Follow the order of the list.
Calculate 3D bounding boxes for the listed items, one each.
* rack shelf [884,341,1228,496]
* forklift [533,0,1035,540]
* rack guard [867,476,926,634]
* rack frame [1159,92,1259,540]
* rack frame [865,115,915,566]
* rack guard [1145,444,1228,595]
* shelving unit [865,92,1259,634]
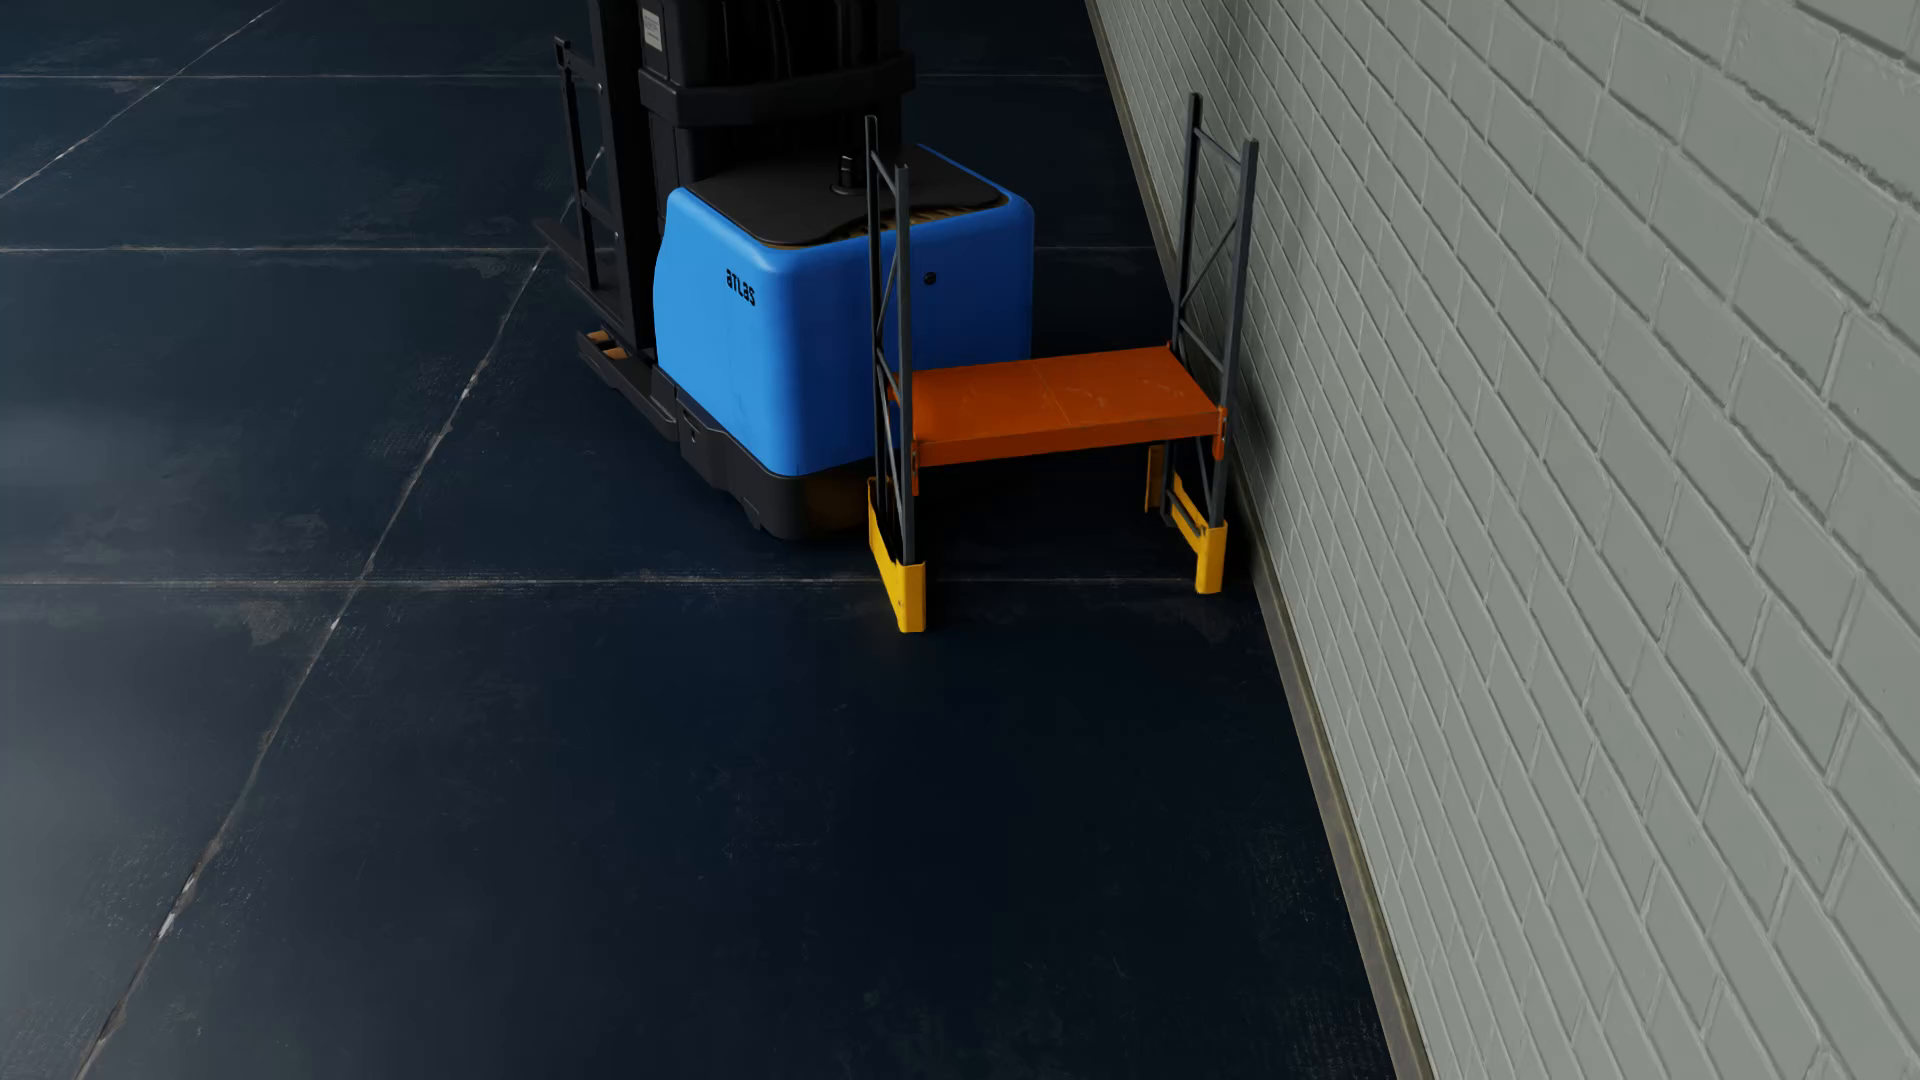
[{"bbox_3d":[0.284,-0.401,5.311,1.000,0.185,0.538,-7,32,-11],"label":"rack shelf"},{"bbox_3d":[-0.928,-1.981,6.189,1.130,2.935,3.031,-17,35,-26],"label":"forklift"},{"bbox_3d":[-0.210,0.040,5.443,0.087,0.250,0.587,-7,32,-11],"label":"rack guard"},{"bbox_3d":[0.779,-0.615,5.317,0.032,1.500,0.500,-7,32,-11],"label":"rack frame"},{"bbox_3d":[-0.211,-0.494,5.119,0.032,1.500,0.500,-7,32,-11],"label":"rack frame"},{"bbox_3d":[0.760,-0.078,5.638,0.087,0.250,0.587,-7,32,-11],"label":"rack guard"},{"bbox_3d":[0.275,-0.553,5.216,1.083,1.500,0.587,-7,32,-11],"label":"shelving unit"}]
